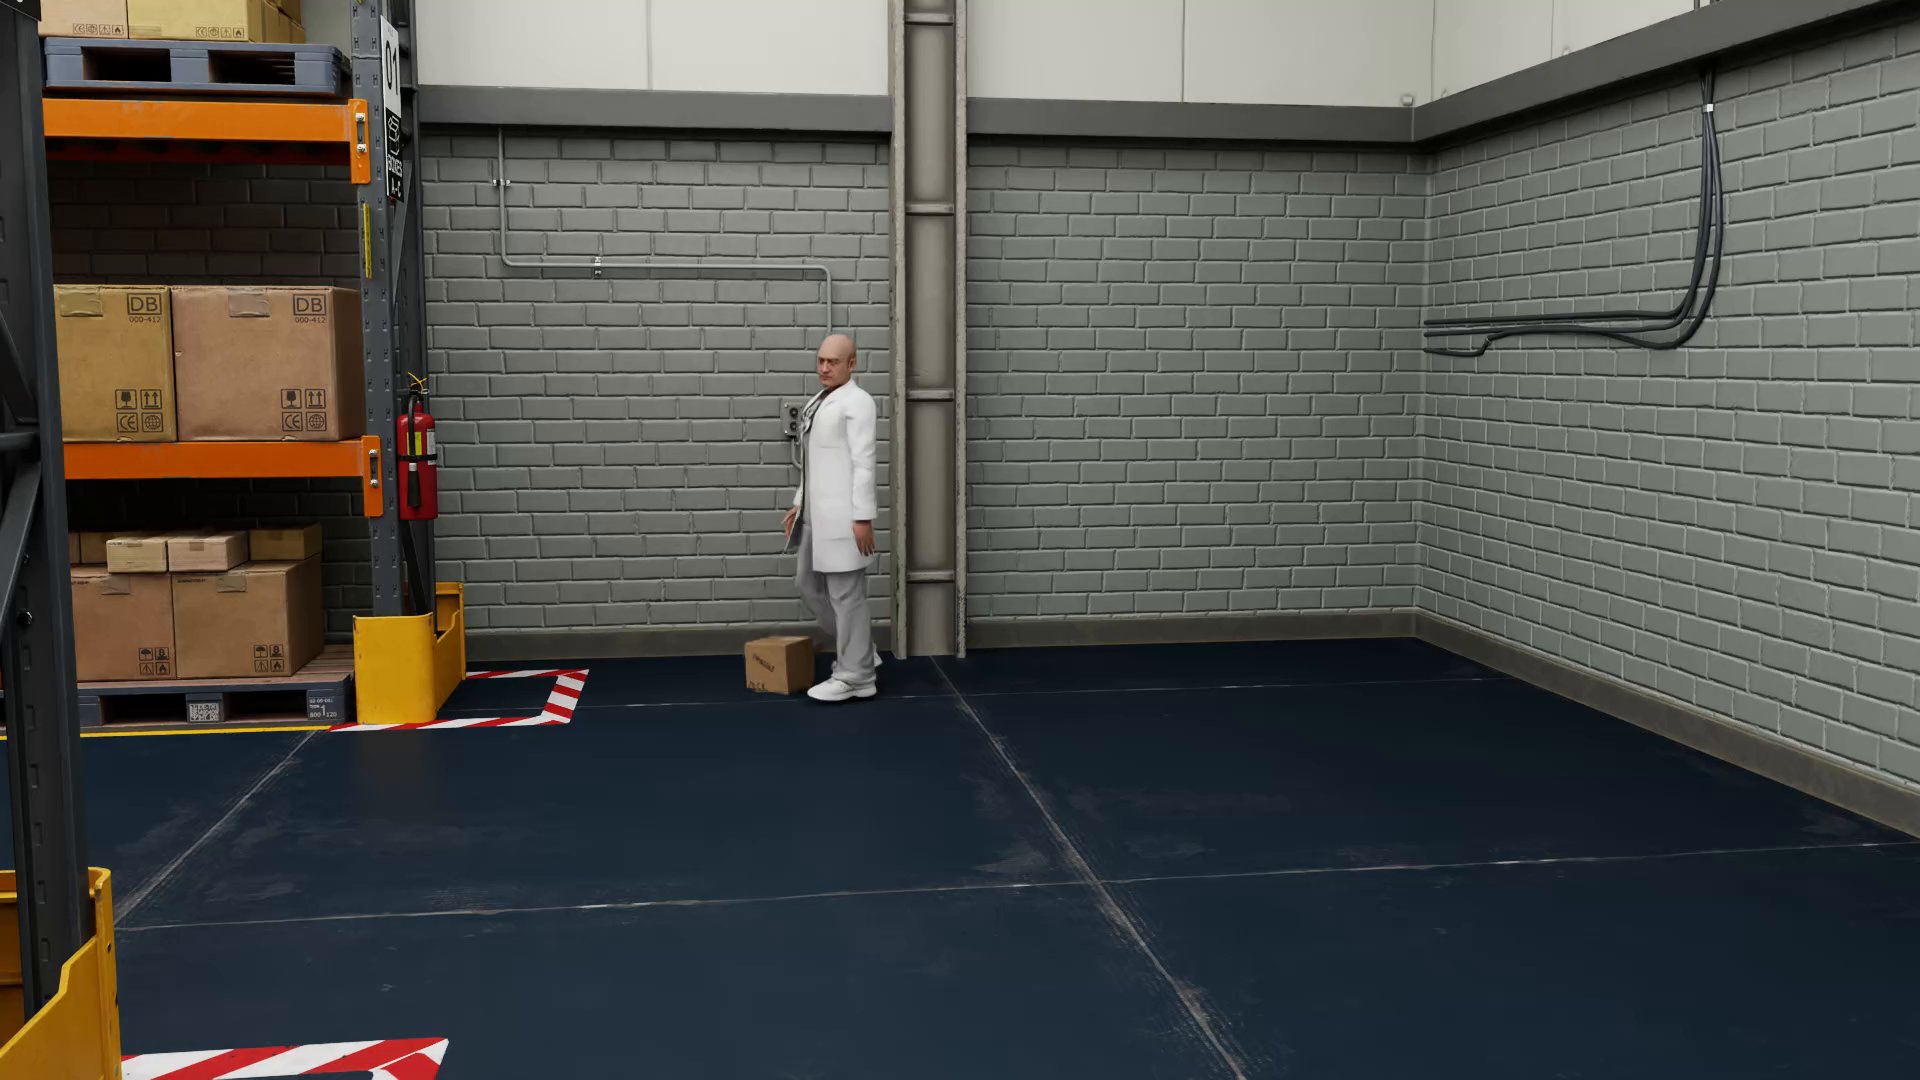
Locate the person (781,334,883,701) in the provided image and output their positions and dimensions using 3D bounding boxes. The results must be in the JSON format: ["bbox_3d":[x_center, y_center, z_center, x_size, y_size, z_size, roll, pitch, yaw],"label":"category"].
[{"bbox_3d":[-0.591,-0.115,8.139,0.501,1.771,0.752,-3,7,-24],"label":"person"}]
